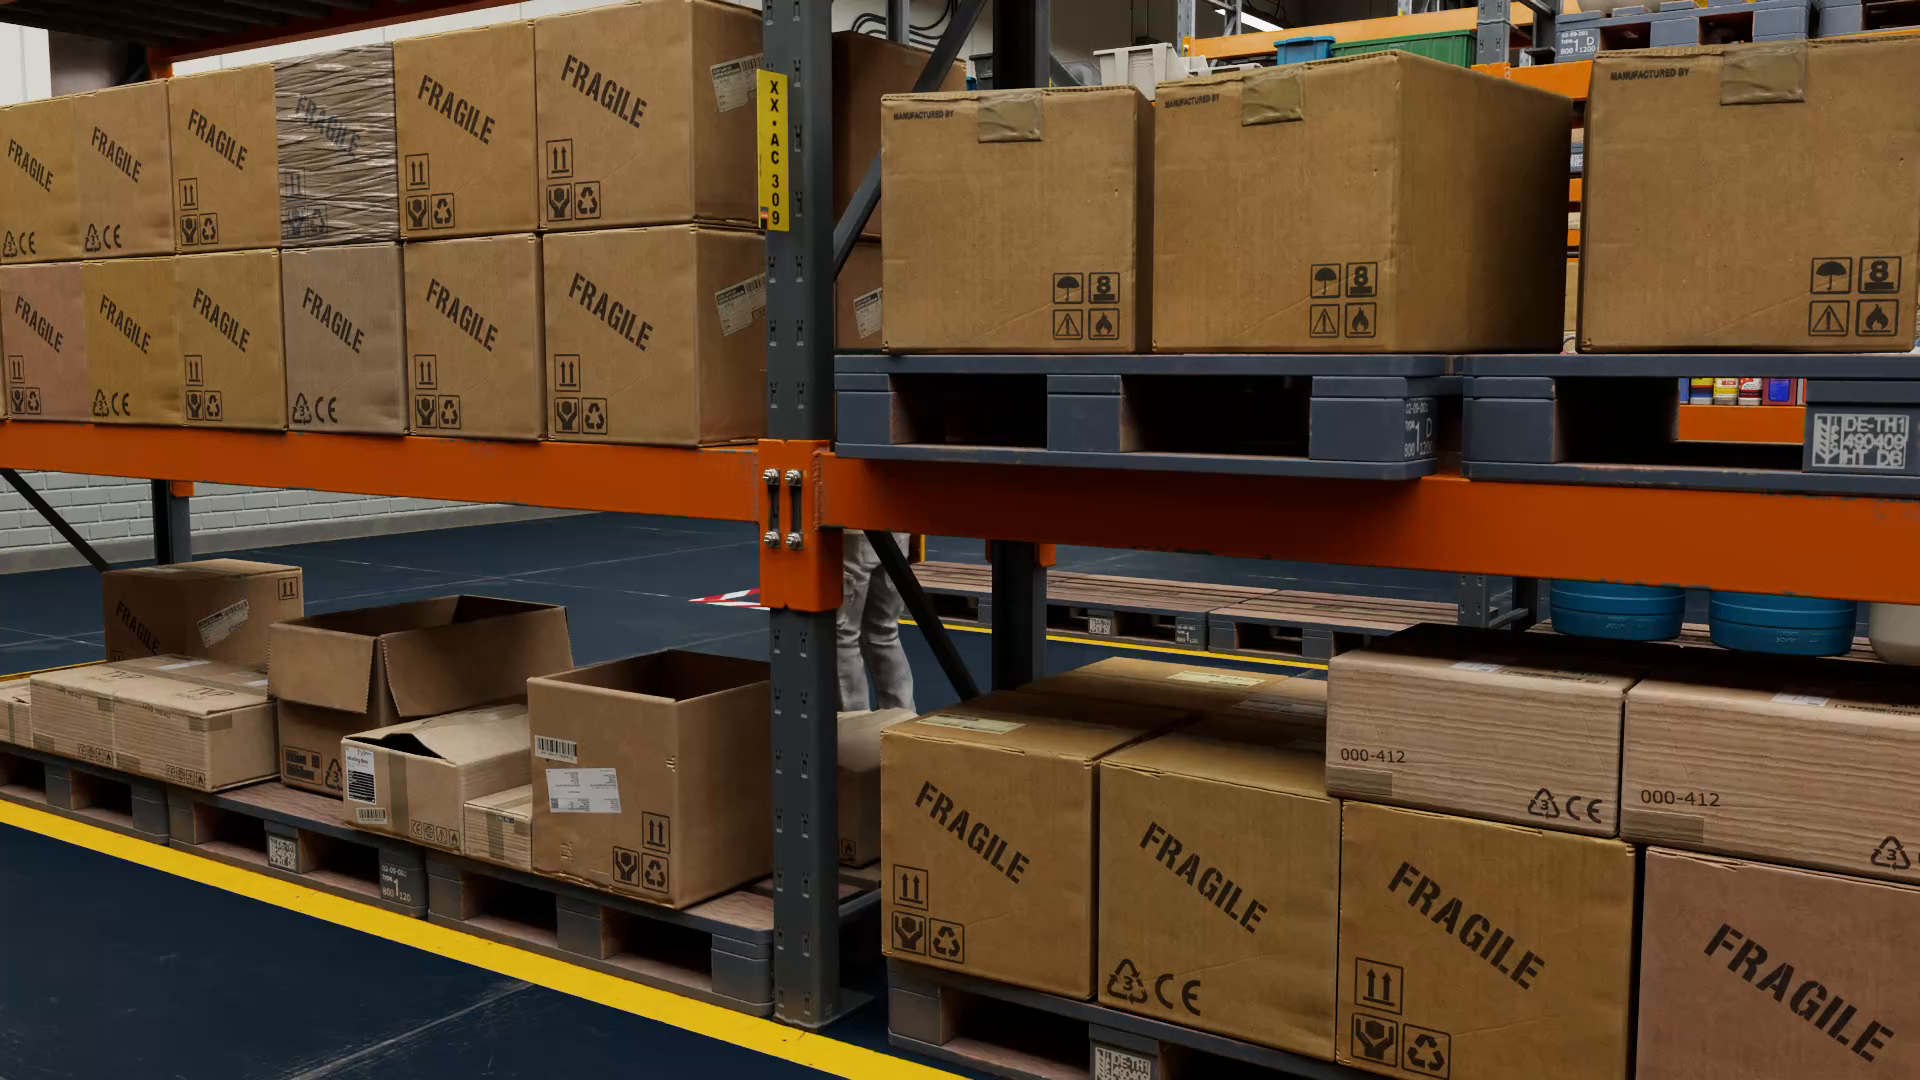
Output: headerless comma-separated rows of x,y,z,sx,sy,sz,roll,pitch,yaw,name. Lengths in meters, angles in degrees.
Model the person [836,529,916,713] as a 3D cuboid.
-0.435,-0.027,5.903,0.573,1.778,0.488,4,8,35,person
